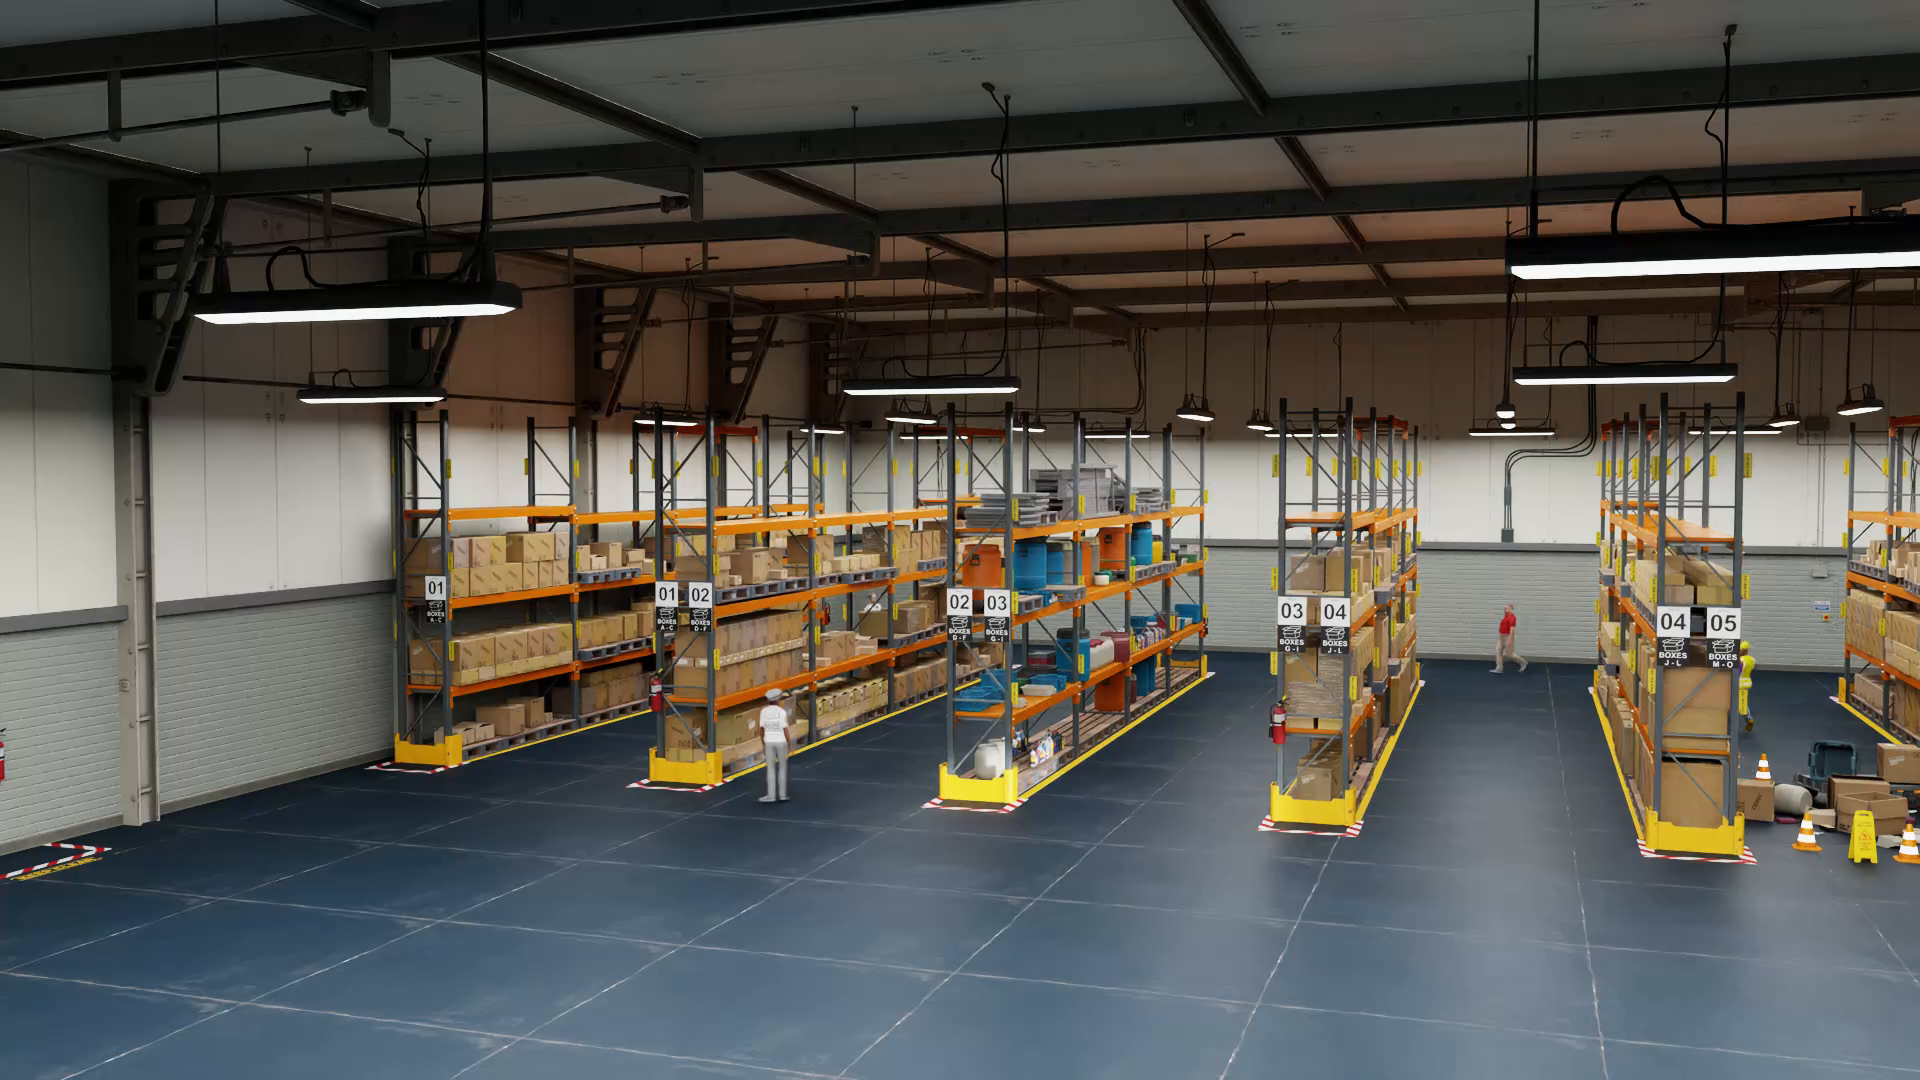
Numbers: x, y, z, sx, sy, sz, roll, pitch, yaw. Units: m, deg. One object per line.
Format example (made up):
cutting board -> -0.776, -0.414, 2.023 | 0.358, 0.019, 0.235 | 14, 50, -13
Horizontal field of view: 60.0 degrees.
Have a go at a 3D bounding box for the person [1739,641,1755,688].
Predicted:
person -> 14.885, 2.367, 31.655 | 0.554, 0.880, 0.393 | -1, 3, -14

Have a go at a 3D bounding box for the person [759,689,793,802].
person -> -2.750, 3.082, 24.994 | 0.523, 1.696, 0.411 | 0, 2, 6

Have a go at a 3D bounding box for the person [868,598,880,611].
person -> -2.321, 2.246, 44.508 | 0.376, 1.533, 0.791 | 0, 2, 10

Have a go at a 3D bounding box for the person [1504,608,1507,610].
person -> 13.336, 1.671, 40.463 | 0.159, 0.051, 0.163 | -1, 3, -13
